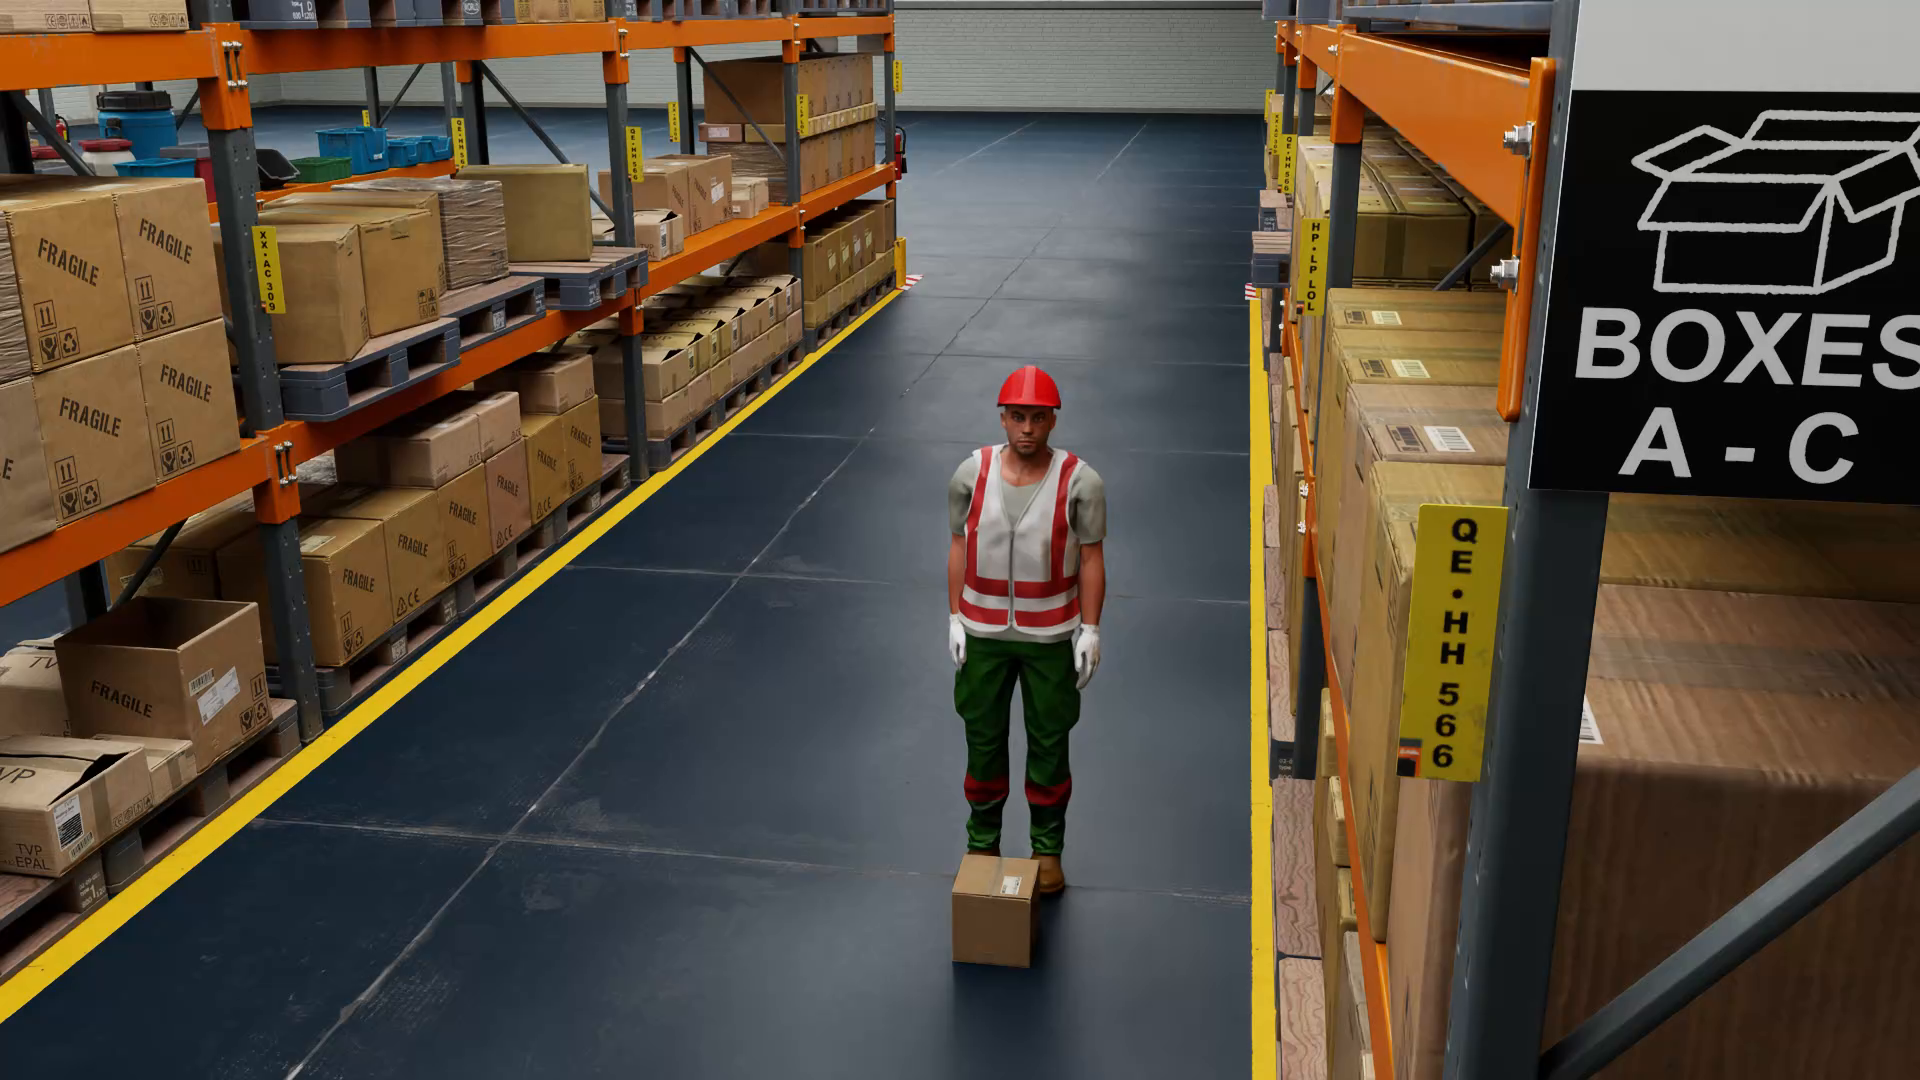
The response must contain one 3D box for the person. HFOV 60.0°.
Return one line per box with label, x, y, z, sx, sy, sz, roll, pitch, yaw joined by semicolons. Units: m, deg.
person;0.211;0.310;5.533;0.528;1.798;0.351;3;18;10
